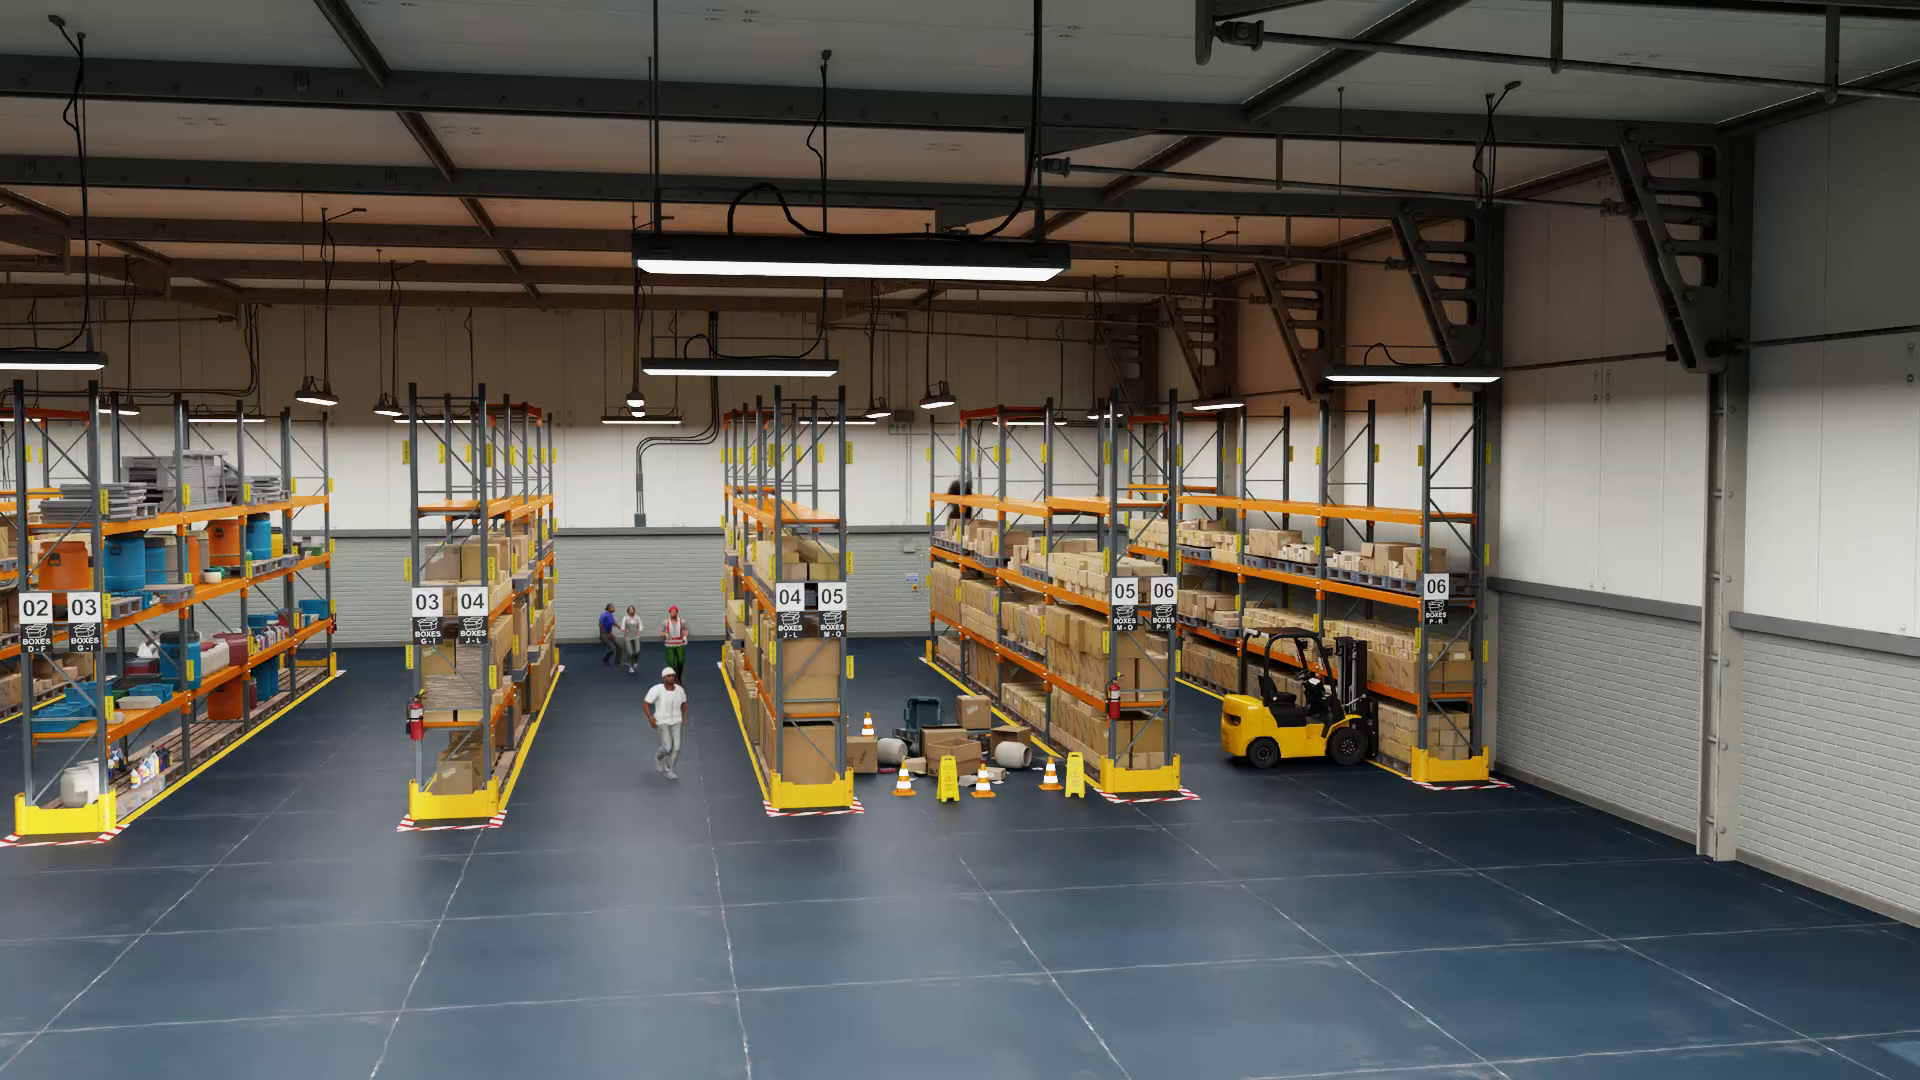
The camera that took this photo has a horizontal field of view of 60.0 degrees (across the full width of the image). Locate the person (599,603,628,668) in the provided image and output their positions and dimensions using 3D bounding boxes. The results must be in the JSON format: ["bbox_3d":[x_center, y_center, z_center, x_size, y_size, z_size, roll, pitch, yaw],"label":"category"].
[{"bbox_3d":[-8.242,2.253,39.349,0.456,1.556,0.819,1,3,23],"label":"person"}]

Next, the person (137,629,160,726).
[{"bbox_3d":[-15.161,2.548,31.204,0.636,1.789,0.808,0,3,0],"label":"person"}]

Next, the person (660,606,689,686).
[{"bbox_3d":[-6.129,2.302,35.771,0.636,1.772,0.626,-1,3,-12],"label":"person"}]

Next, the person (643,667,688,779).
[{"bbox_3d":[-4.541,2.834,25.815,0.708,1.726,0.546,-2,3,-32],"label":"person"}]

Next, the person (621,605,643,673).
[{"bbox_3d":[-7.522,2.282,38.207,0.523,1.557,0.534,-1,3,-19],"label":"person"}]
